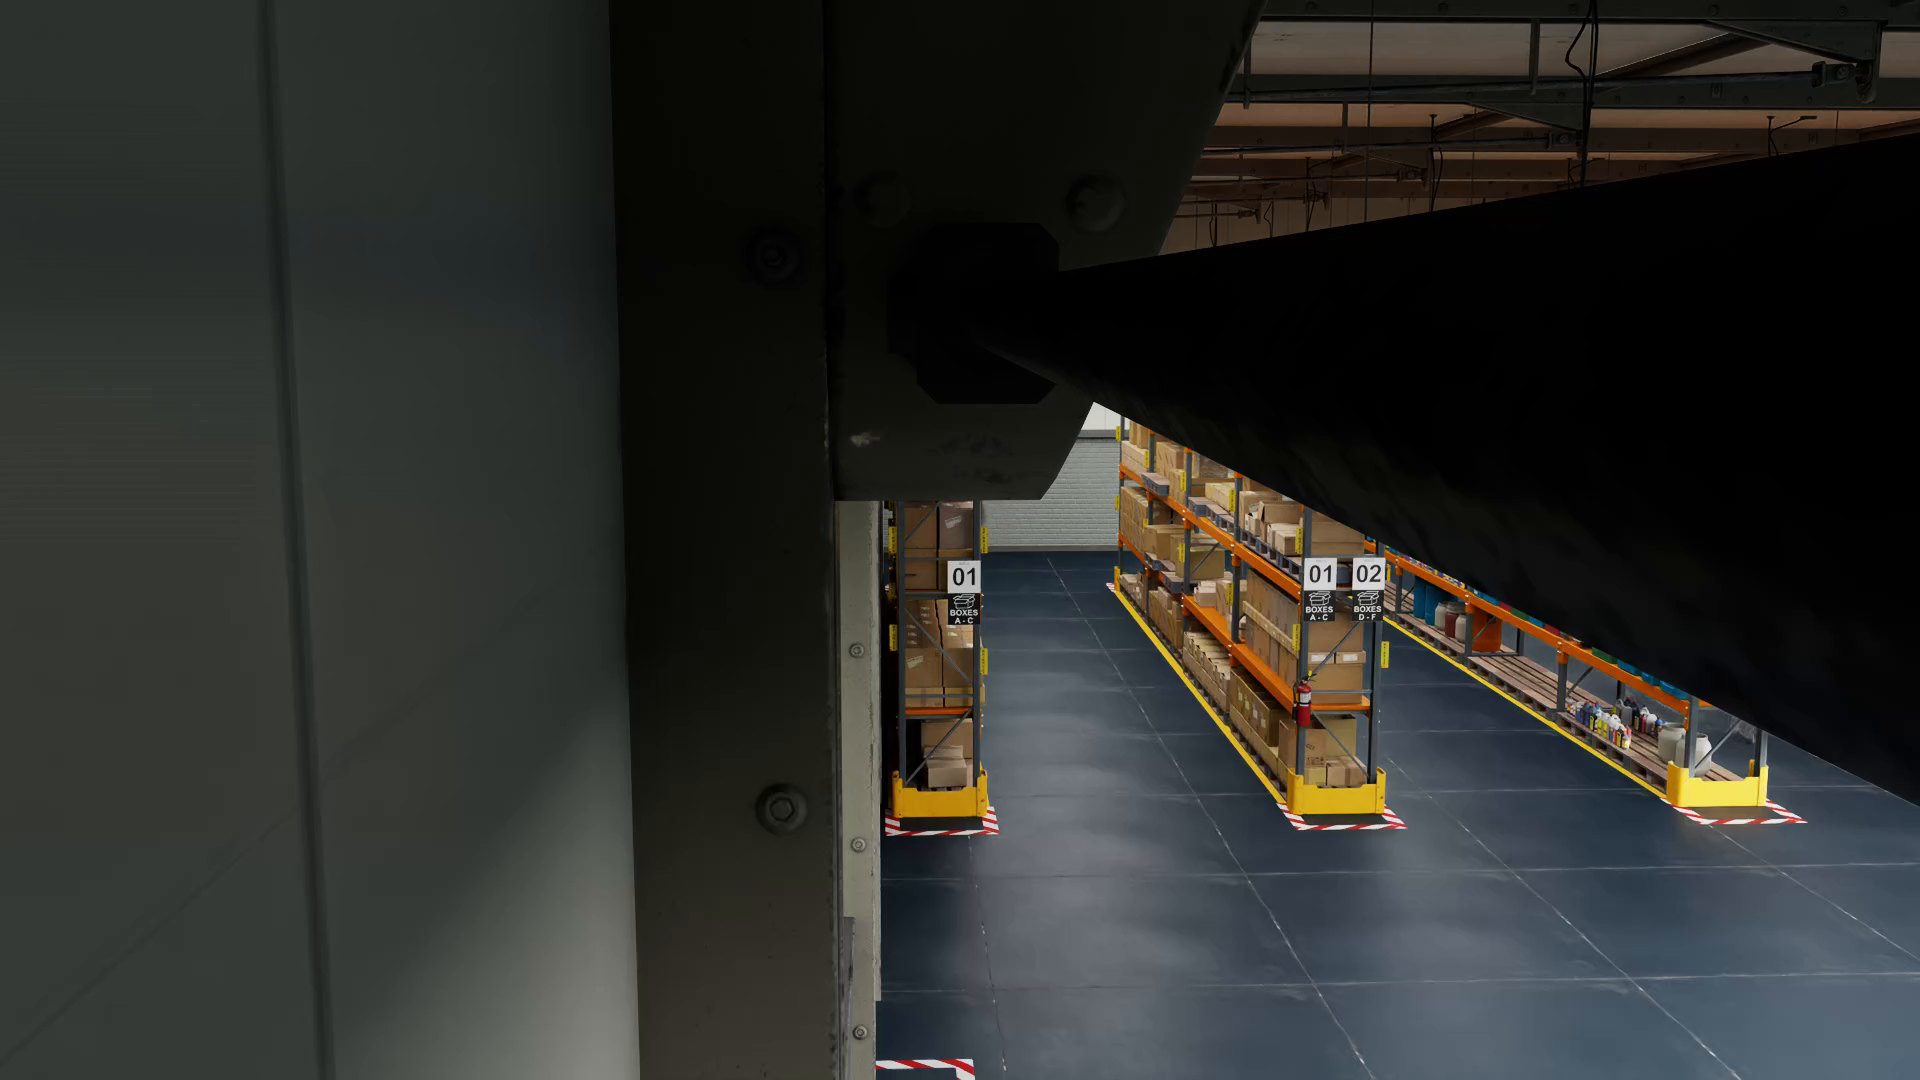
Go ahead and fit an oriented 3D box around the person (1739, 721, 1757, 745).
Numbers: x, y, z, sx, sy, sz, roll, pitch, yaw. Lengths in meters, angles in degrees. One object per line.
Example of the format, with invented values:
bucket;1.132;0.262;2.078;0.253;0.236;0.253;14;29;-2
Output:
person;11.474;2.096;23.735;0.561;1.709;0.662;-3;9;-22
